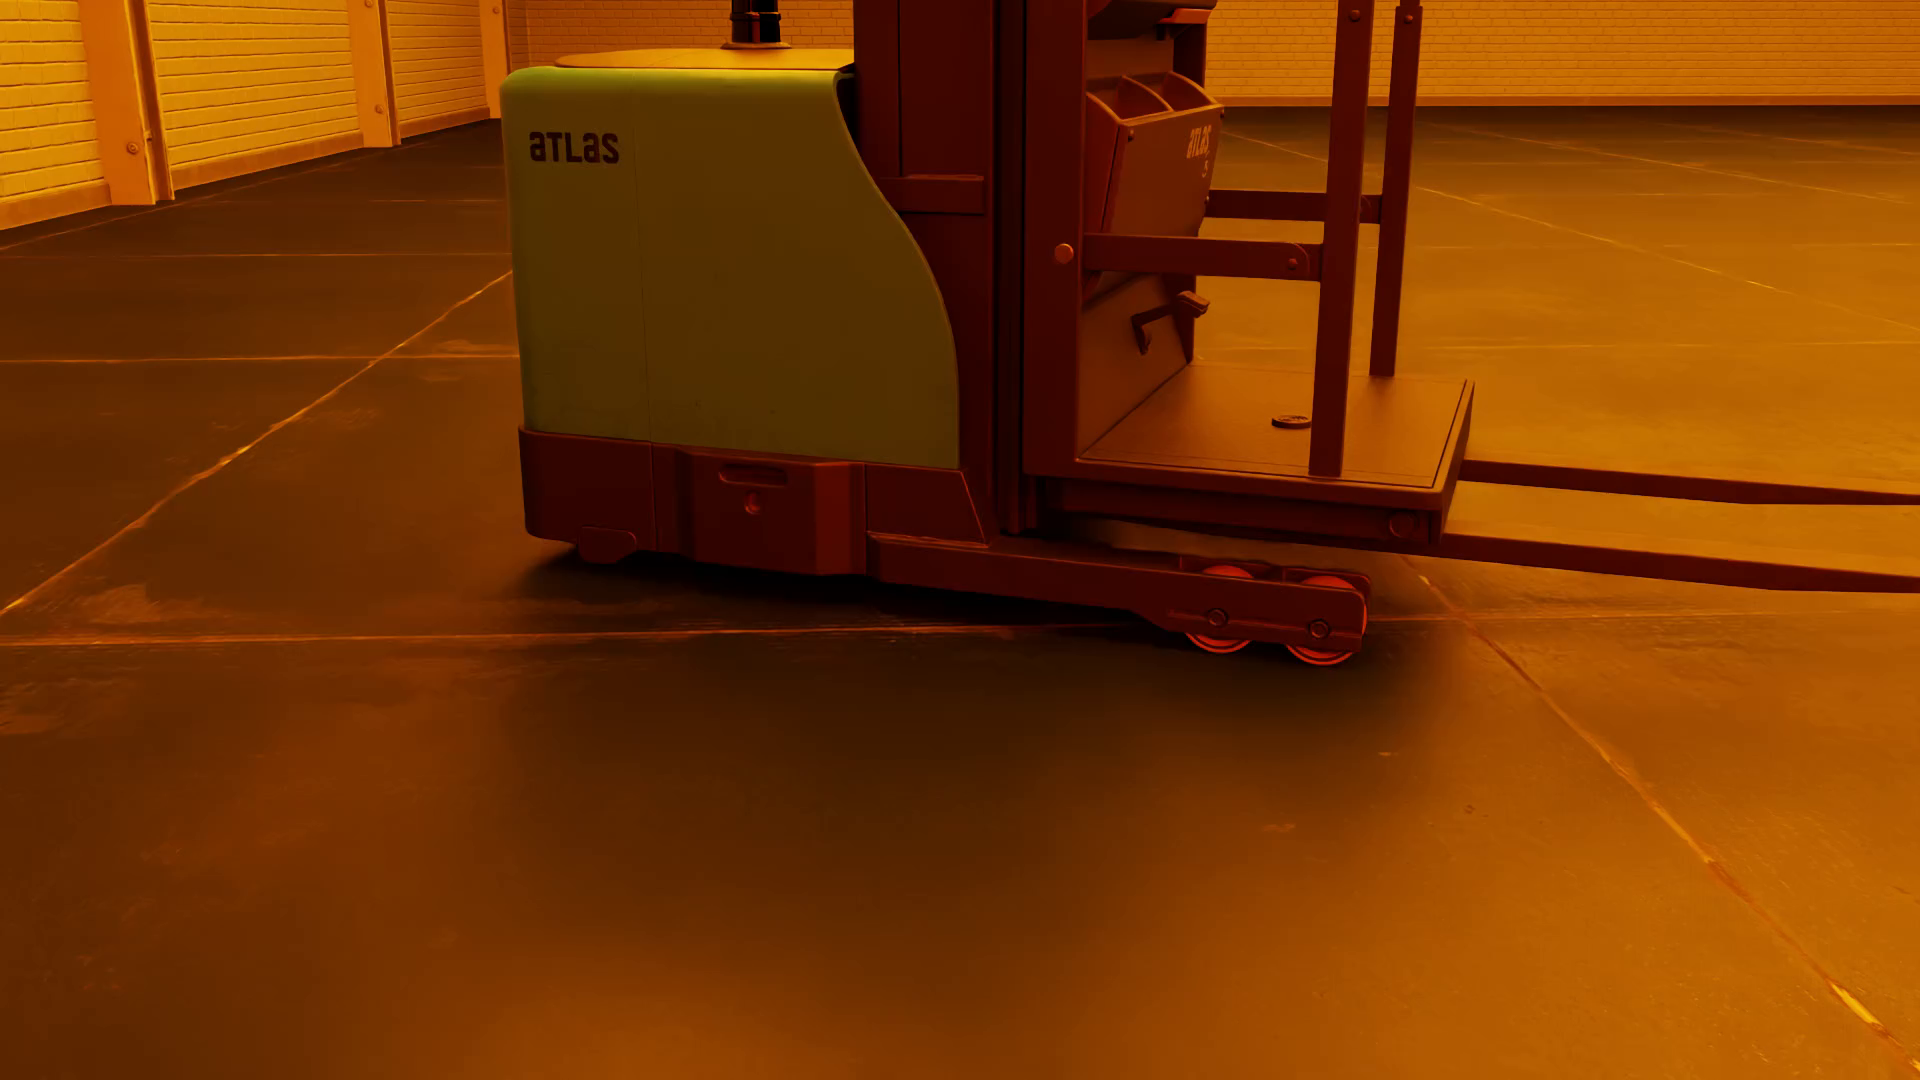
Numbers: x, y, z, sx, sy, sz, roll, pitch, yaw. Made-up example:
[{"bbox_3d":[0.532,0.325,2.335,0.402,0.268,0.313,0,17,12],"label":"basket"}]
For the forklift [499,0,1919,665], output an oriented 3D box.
[{"bbox_3d":[0.592,-1.340,3.288,3.031,2.935,1.130,6,18,19],"label":"forklift"}]
